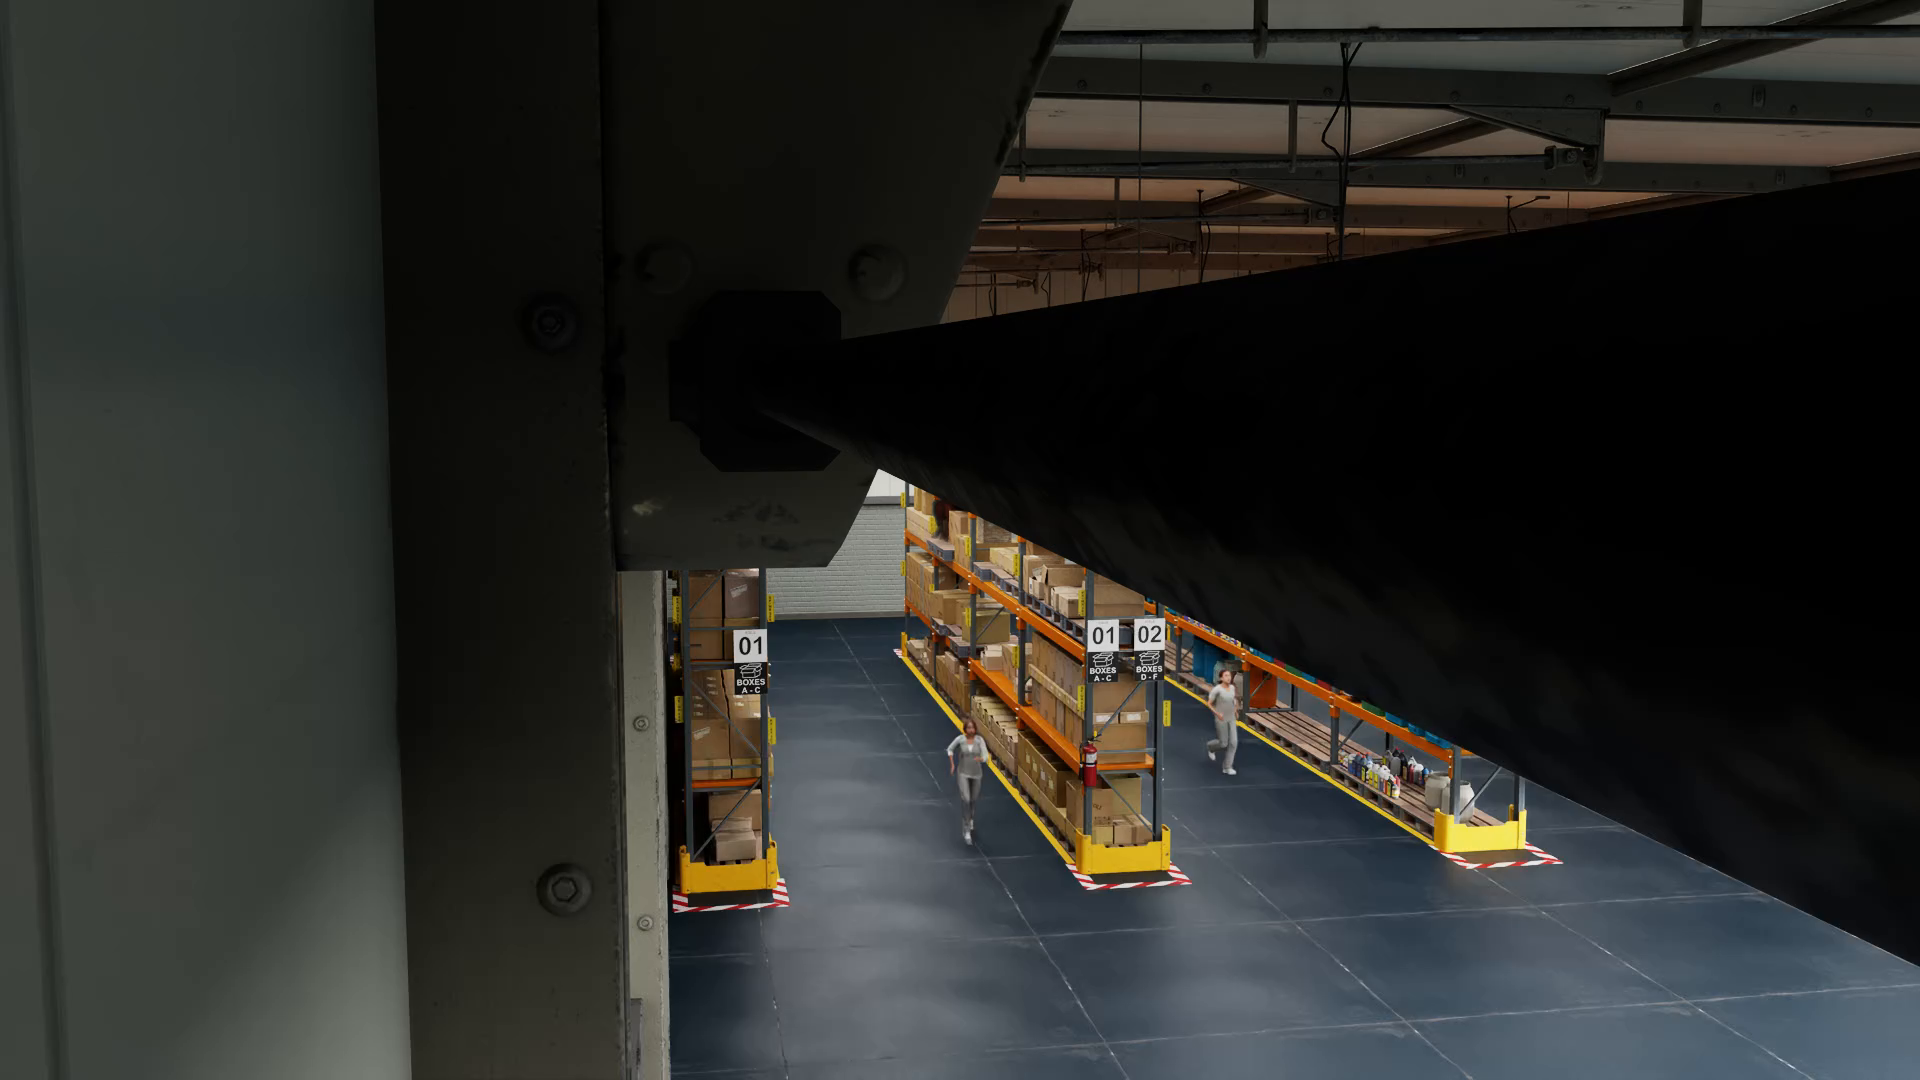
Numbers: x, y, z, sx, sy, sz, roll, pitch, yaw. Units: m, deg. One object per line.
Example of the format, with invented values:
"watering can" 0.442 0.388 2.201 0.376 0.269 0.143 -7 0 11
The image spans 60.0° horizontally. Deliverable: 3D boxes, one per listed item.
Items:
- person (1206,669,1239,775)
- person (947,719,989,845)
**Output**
"person" 4.139 2.820 26.034 0.582 1.635 0.765 -3 7 -25
"person" 0.119 3.204 22.380 0.515 1.634 0.760 -1 6 -12
